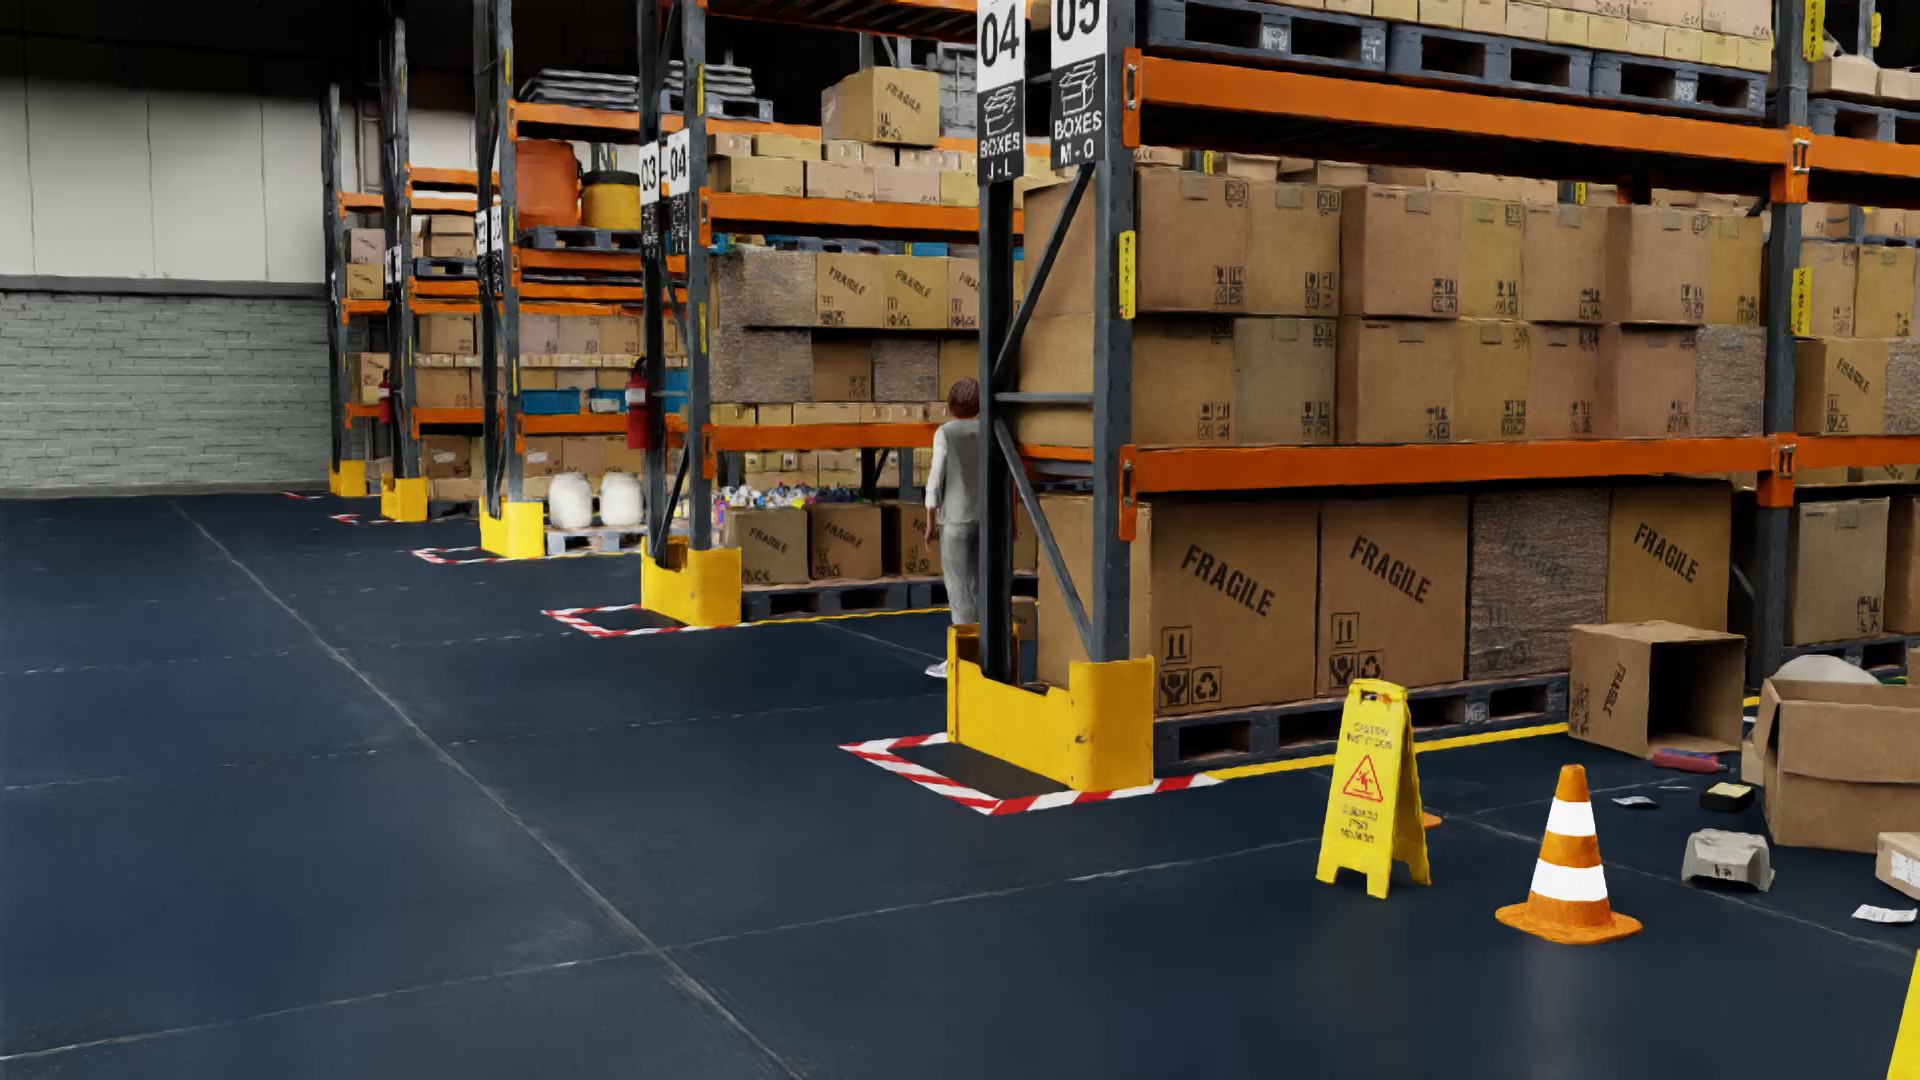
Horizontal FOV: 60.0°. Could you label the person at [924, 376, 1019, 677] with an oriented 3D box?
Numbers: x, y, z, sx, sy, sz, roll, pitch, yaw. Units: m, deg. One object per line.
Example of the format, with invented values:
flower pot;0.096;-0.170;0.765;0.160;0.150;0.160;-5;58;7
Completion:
person;0.049;-0.082;8.929;0.594;1.587;0.533;-3;6;-26
